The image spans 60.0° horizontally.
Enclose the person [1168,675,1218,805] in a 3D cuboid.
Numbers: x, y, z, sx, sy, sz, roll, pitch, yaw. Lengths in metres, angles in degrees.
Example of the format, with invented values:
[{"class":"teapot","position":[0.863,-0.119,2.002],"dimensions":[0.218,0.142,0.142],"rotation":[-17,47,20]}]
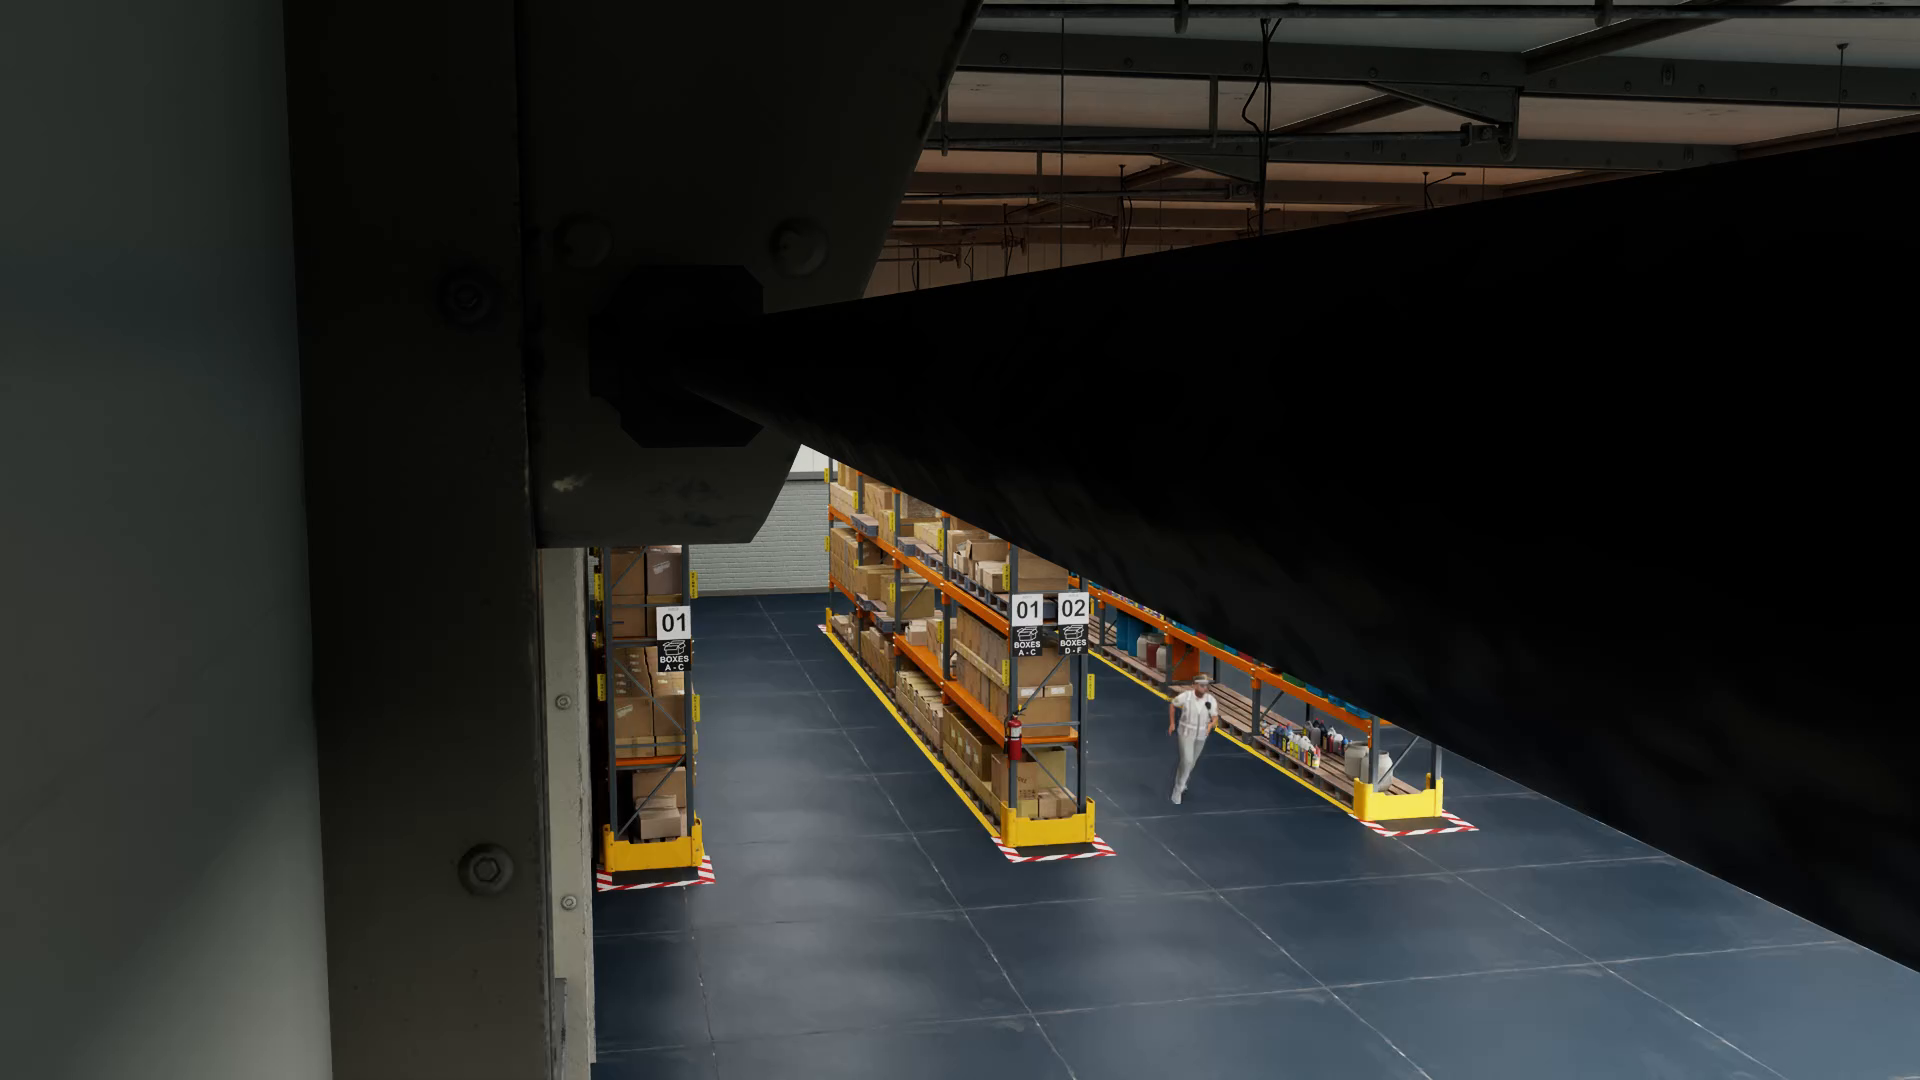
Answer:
[{"class":"person","position":[3.212,2.721,23.103],"dimensions":[0.733,1.754,0.825],"rotation":[-1,7,-12]}]
